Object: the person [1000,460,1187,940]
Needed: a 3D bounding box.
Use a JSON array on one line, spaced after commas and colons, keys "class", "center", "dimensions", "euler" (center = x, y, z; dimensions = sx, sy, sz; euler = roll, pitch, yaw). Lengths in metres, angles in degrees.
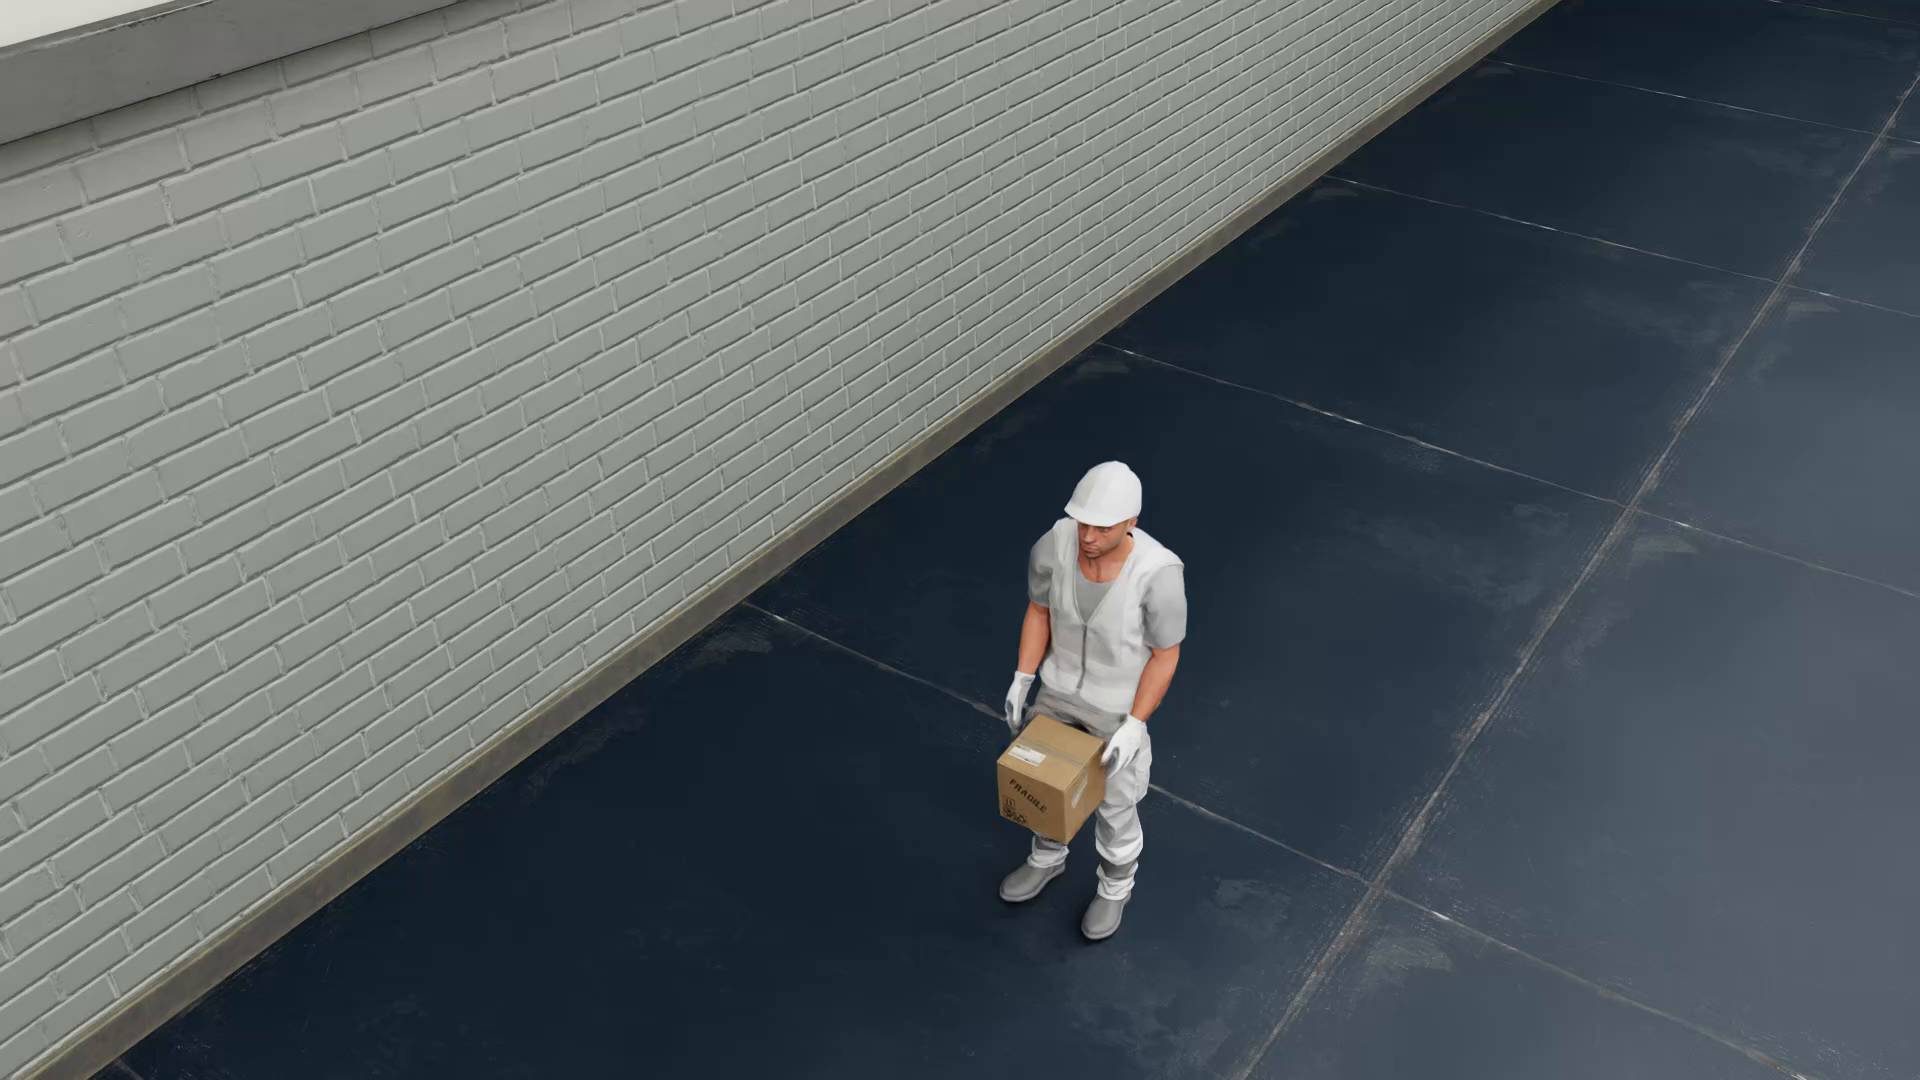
[{"class": "person", "center": [0.428, 0.522, 5.354], "dimensions": [0.539, 1.789, 0.437], "euler": [21, 39, 27]}]
